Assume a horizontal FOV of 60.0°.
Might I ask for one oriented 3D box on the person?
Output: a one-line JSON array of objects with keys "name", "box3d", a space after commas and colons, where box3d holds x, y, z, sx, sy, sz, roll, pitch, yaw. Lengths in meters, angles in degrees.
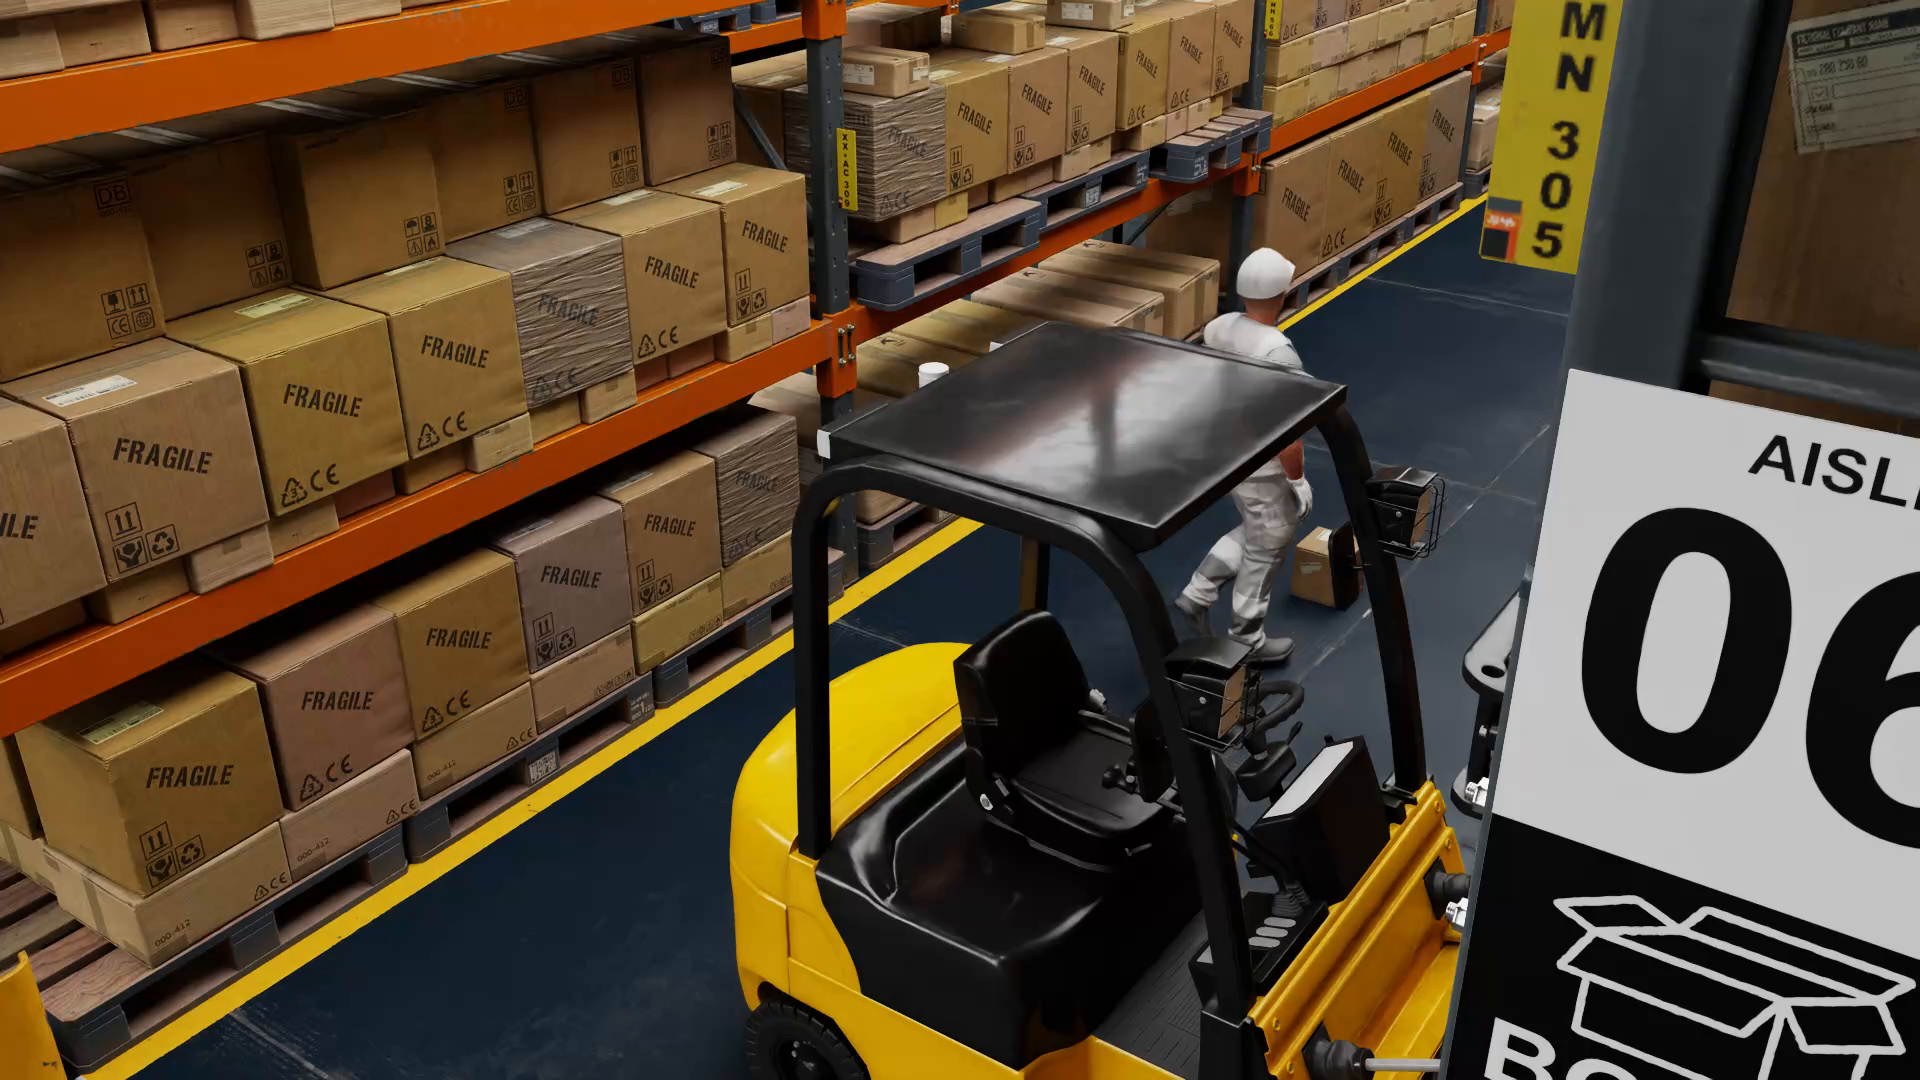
[{"name": "person", "box3d": [1.167, -0.302, 6.649, 0.505, 1.784, 0.556, -10, 28, -19]}]
